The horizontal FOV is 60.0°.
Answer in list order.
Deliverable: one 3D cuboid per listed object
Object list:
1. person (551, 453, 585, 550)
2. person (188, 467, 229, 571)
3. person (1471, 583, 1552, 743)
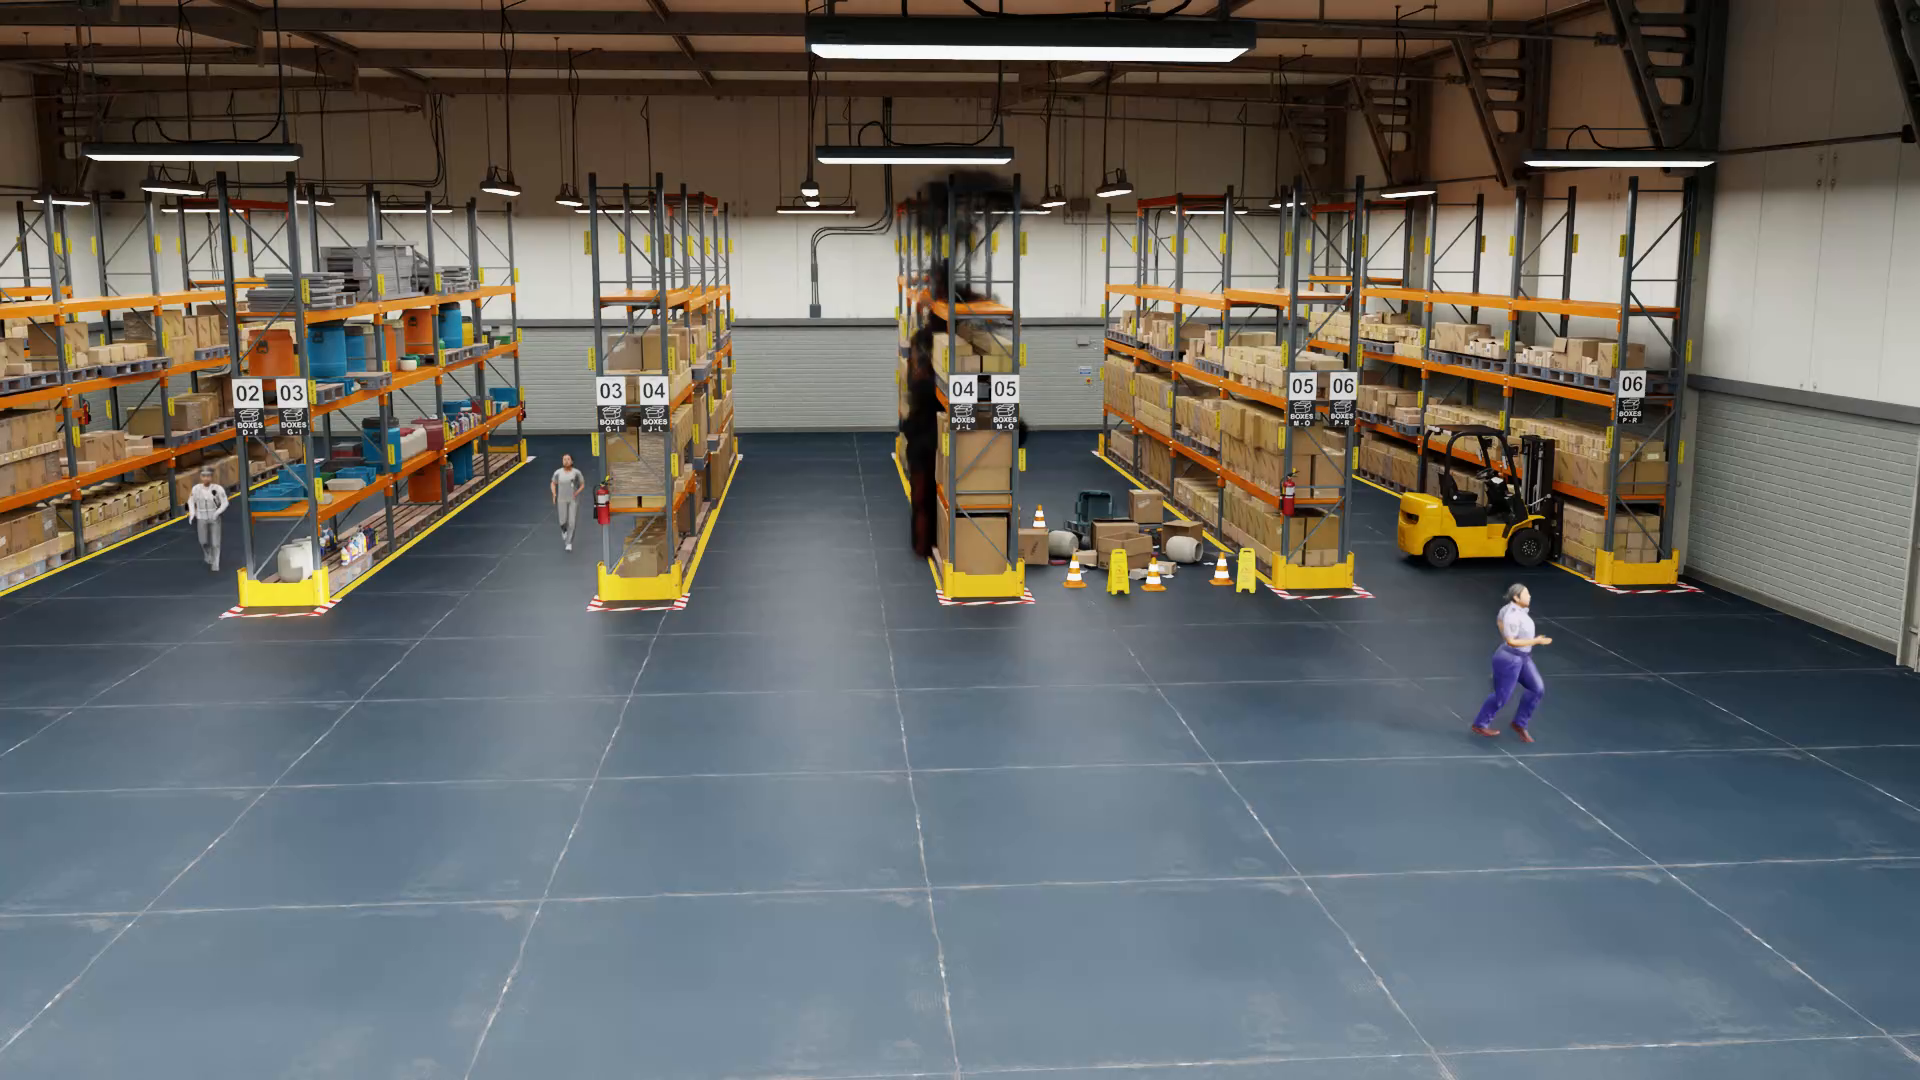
[{"bbox_3d":[-6.519,-0.642,27.685,0.564,1.621,0.569,-2,10,-11],"label":"person"},{"bbox_3d":[-11.671,-0.322,25.827,0.603,1.638,0.575,-3,10,-16],"label":"person"},{"bbox_3d":[5.629,1.270,16.896,0.759,1.675,0.554,7,12,34],"label":"person"}]
